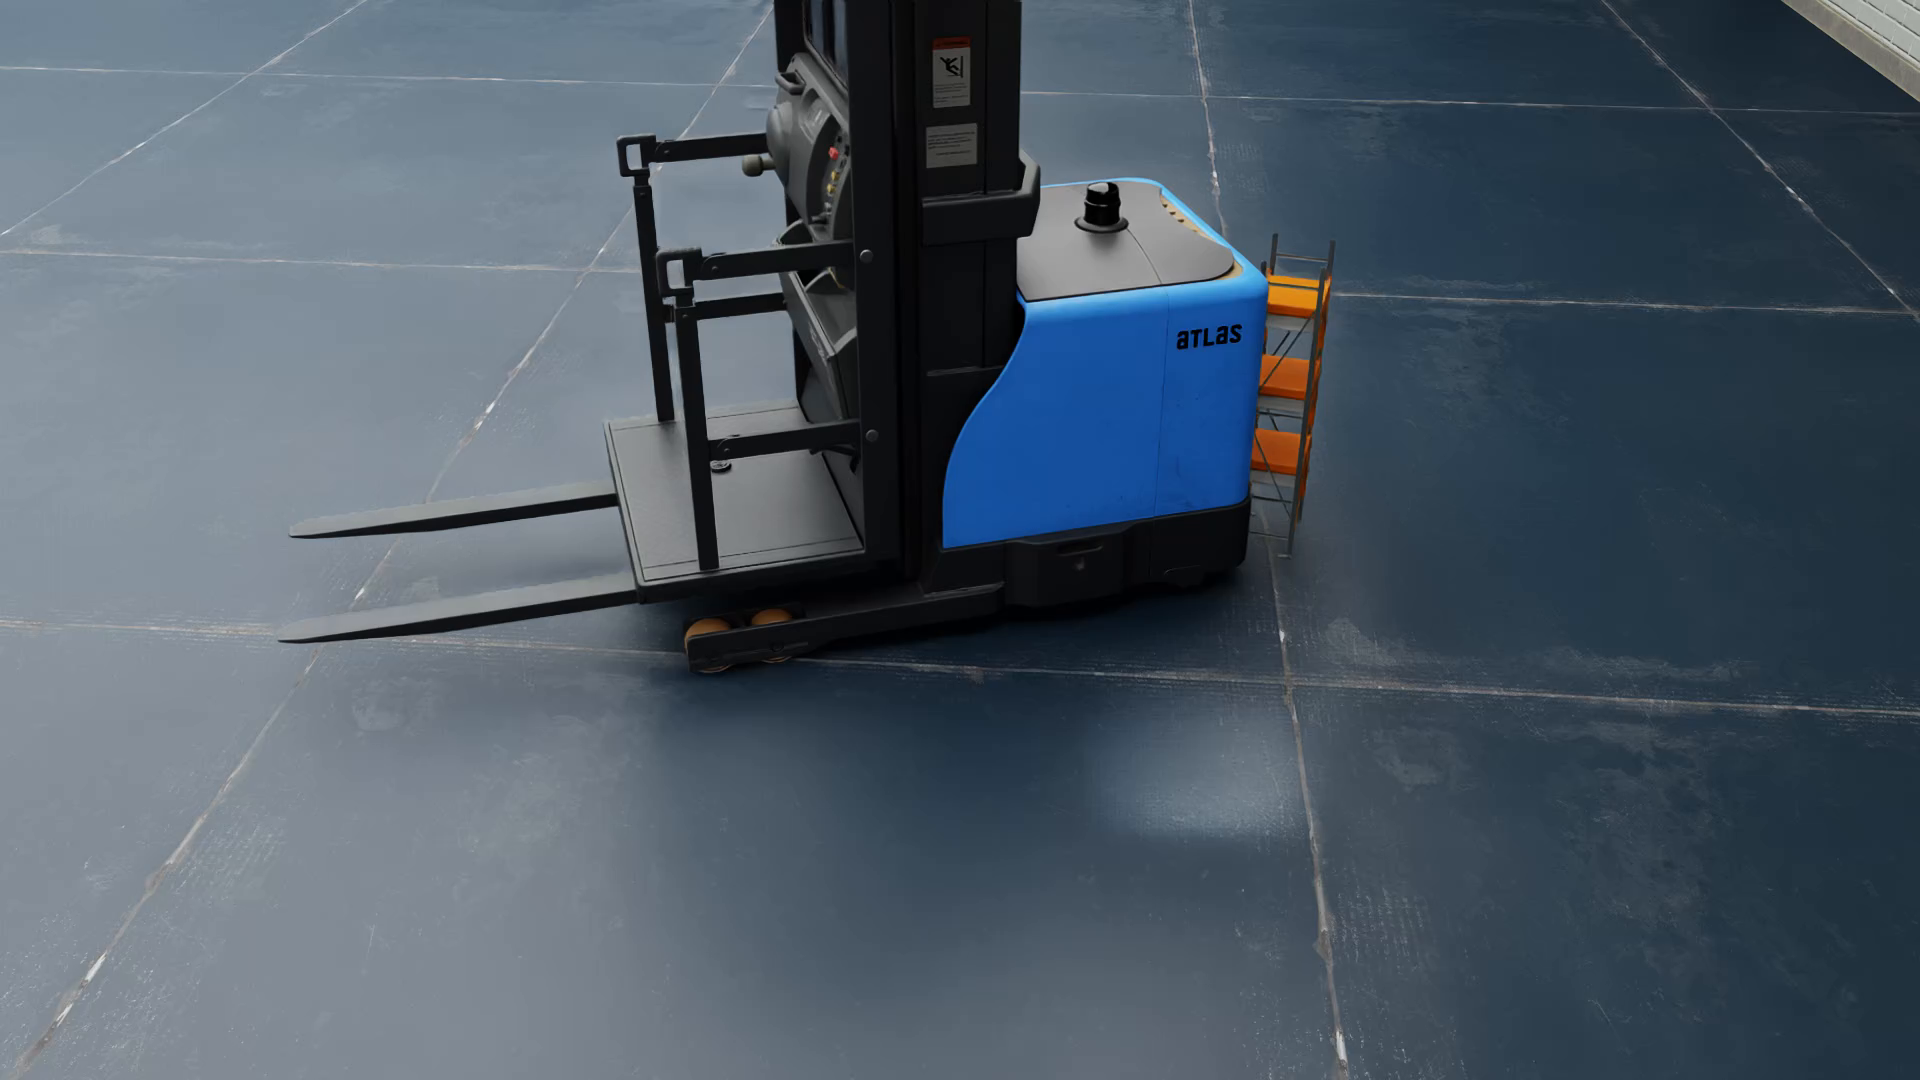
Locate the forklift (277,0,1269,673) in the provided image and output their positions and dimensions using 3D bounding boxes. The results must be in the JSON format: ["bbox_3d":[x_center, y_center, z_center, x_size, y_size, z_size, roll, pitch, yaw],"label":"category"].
[{"bbox_3d":[-0.626,-1.149,4.820,3.031,2.935,1.130,-8,33,-13],"label":"forklift"}]

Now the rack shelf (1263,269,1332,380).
[{"bbox_3d":[1.066,-0.697,5.359,0.215,0.259,0.240,9,33,15],"label":"rack shelf"}]

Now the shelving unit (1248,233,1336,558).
[{"bbox_3d":[1.066,-0.464,5.502,0.215,1.050,0.252,9,33,15],"label":"shelving unit"}]

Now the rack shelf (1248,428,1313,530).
[{"bbox_3d":[1.067,-0.218,5.653,0.215,0.259,0.240,9,33,15],"label":"rack shelf"}]

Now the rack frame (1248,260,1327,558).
[{"bbox_3d":[1.030,-0.403,5.403,0.200,1.050,0.008,9,33,15],"label":"rack frame"}]

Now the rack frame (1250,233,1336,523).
[{"bbox_3d":[1.103,-0.525,5.601,0.200,1.050,0.008,9,33,15],"label":"rack frame"}]

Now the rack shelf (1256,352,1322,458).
[{"bbox_3d":[1.066,-0.455,5.507,0.215,0.259,0.240,9,33,15],"label":"rack shelf"}]
